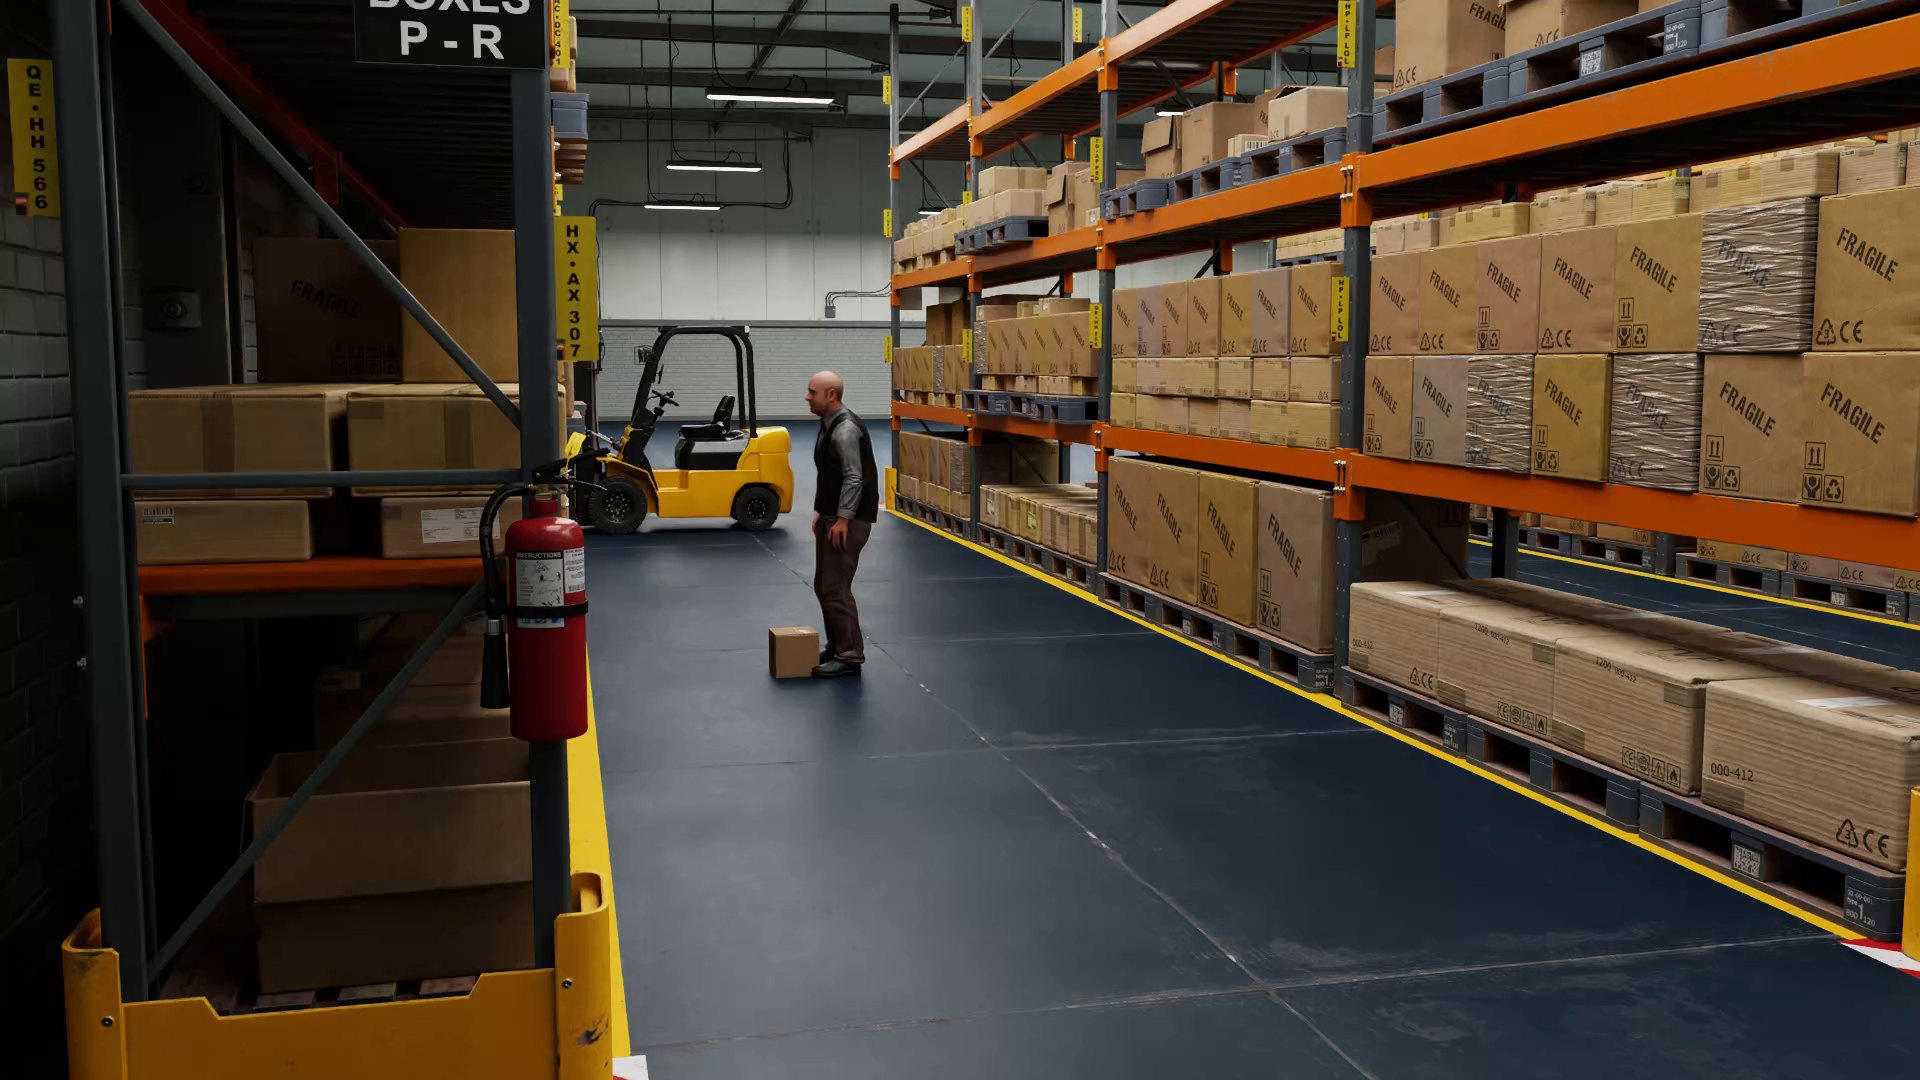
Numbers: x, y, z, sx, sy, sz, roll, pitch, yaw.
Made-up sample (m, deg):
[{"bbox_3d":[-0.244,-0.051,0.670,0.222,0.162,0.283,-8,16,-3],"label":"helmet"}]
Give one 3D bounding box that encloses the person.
[{"bbox_3d":[-0.677,-0.098,9.479,0.413,1.721,0.589,-2,6,-15],"label":"person"}]
